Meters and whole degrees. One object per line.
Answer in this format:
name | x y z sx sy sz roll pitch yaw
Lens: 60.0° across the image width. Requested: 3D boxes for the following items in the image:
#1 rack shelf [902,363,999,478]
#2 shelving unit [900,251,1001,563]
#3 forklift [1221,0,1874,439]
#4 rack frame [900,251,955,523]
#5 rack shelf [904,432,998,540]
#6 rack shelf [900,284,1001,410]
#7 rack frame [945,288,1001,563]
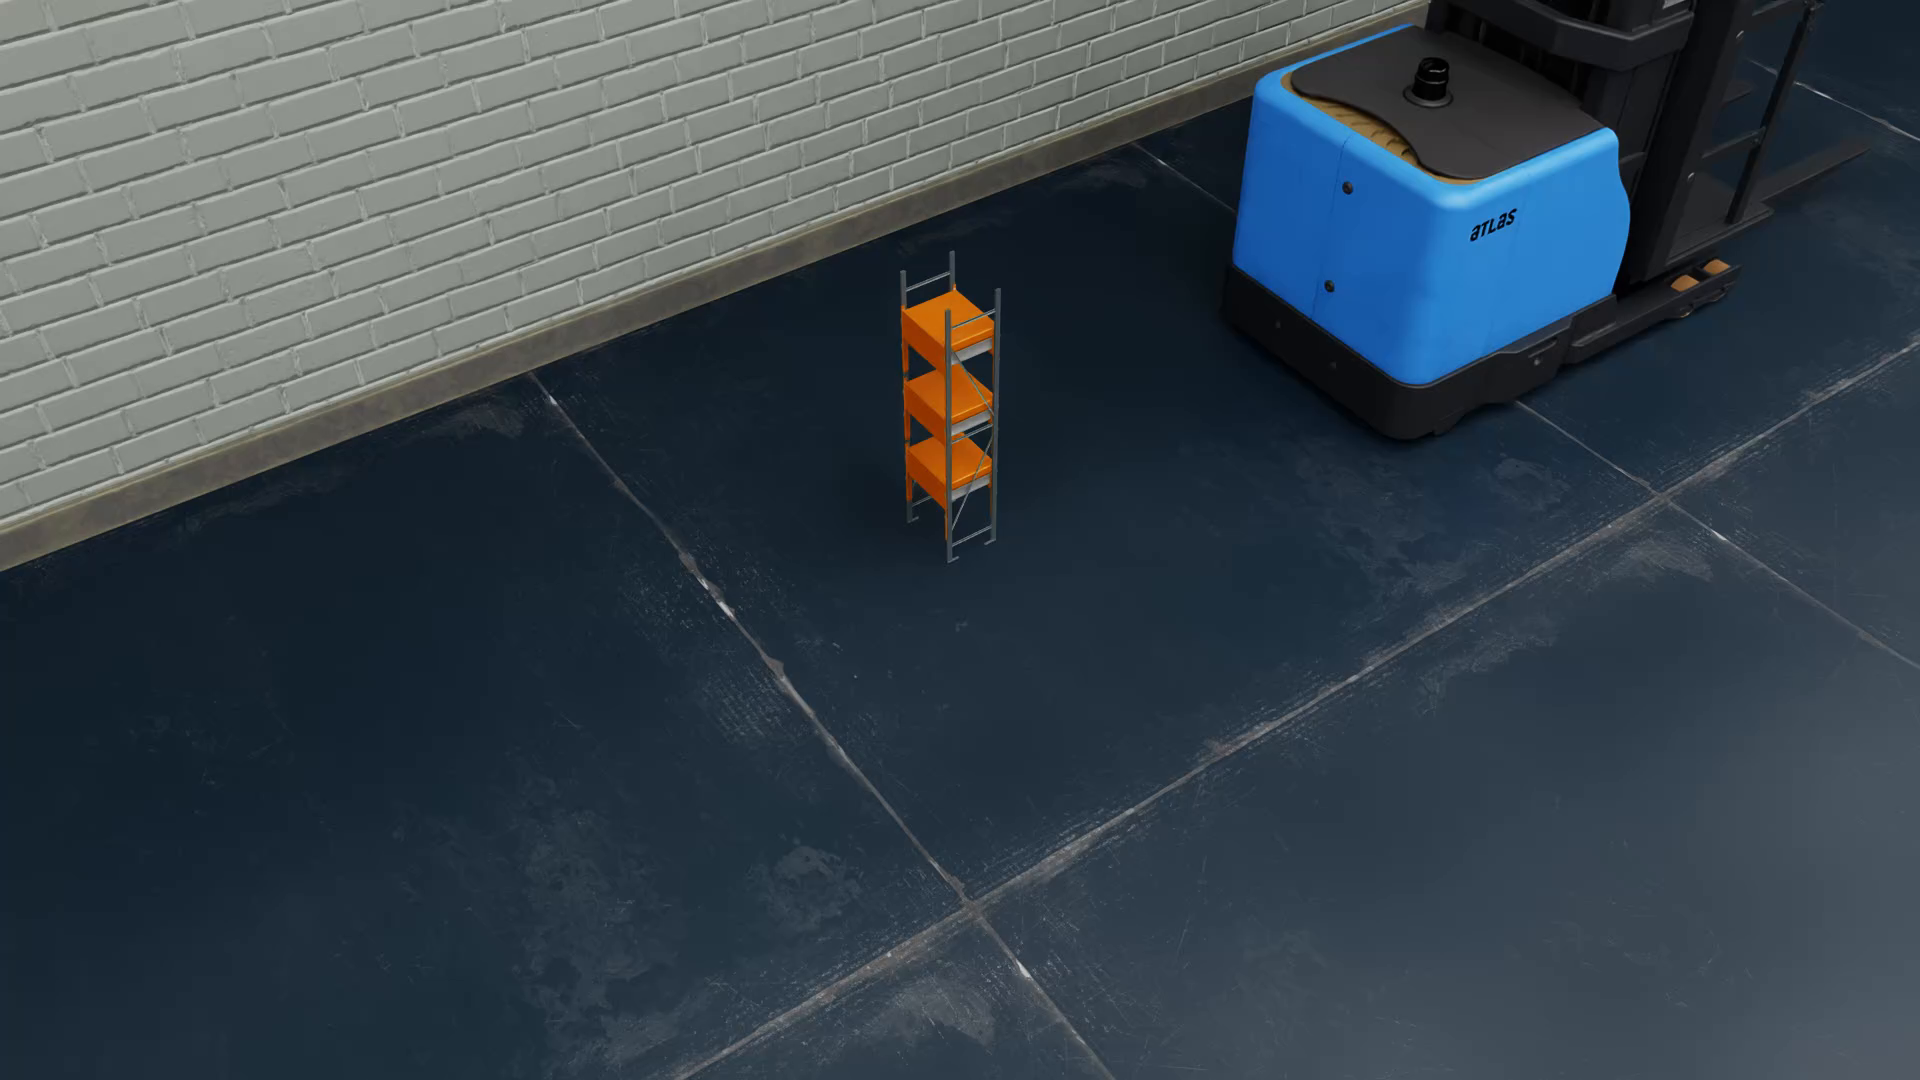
rack shelf | -0.031 -0.402 5.427 0.215 0.259 0.240 -26 49 -24
shelving unit | -0.031 -0.410 5.419 0.215 1.050 0.252 -26 49 -24
forklift | 2.543 -2.231 5.965 3.031 2.935 1.130 -25 49 -24
rack frame | -0.100 -0.479 5.492 0.200 1.050 0.008 -26 49 -24
rack shelf | -0.031 -0.201 5.618 0.215 0.259 0.240 -26 49 -24
rack shelf | -0.031 -0.608 5.231 0.215 0.259 0.240 -26 49 -24
rack frame | 0.039 -0.341 5.347 0.200 1.050 0.008 -26 49 -24
